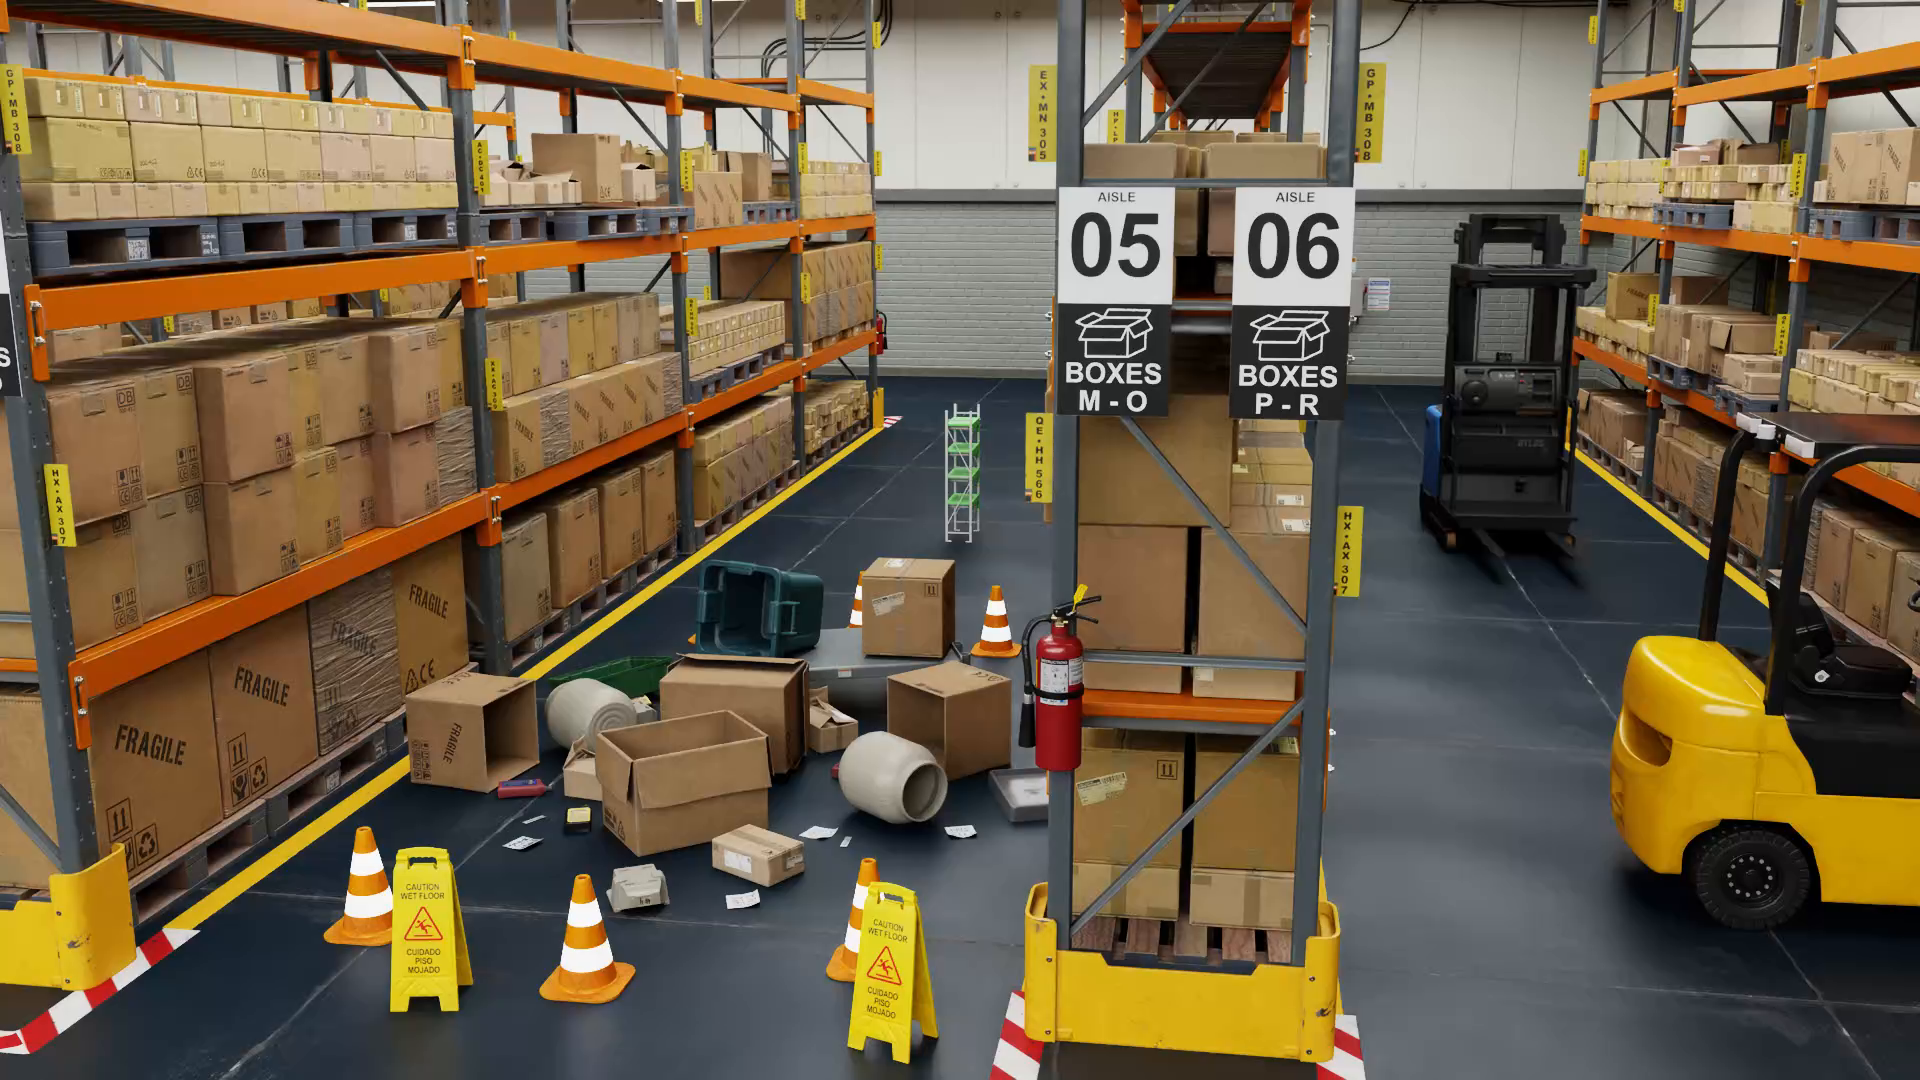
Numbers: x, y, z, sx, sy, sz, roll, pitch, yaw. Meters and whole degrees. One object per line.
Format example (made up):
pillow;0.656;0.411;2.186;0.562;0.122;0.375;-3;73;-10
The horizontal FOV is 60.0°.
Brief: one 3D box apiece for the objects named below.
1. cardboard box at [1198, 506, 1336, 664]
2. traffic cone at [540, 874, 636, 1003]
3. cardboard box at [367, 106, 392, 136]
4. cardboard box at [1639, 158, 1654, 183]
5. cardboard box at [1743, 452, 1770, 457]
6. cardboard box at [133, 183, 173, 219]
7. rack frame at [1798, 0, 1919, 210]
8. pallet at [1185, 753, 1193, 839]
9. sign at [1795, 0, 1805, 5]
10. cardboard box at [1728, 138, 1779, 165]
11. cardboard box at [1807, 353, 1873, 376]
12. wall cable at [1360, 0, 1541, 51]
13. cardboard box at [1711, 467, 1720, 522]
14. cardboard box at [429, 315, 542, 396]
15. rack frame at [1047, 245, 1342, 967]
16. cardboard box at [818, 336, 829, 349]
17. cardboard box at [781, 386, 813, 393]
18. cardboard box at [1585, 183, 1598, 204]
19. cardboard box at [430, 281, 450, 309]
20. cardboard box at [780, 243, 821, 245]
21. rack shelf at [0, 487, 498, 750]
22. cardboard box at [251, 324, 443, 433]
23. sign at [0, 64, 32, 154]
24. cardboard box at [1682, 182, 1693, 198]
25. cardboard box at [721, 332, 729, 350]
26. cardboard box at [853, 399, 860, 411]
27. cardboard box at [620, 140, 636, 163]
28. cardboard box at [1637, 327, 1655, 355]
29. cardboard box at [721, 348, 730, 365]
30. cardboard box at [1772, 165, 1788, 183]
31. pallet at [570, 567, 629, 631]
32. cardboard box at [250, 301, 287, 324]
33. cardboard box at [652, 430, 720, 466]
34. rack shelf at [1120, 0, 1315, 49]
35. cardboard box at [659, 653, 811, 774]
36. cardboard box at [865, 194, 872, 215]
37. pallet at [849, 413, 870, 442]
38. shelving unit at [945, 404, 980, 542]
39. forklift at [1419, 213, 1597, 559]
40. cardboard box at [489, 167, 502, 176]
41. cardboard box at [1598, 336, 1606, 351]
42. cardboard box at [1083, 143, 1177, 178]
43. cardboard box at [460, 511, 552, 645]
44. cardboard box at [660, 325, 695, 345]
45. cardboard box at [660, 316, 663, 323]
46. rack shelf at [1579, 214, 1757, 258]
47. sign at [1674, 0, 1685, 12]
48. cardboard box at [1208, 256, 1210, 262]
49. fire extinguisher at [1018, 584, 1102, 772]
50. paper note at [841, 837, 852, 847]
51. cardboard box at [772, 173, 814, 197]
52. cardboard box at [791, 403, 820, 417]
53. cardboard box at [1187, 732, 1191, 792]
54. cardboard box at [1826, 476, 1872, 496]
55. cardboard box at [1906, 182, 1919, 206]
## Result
cardboard box;1.179;0.163;6.432;0.500;0.500;0.500;2;12;8
traffic cone;-1.525;1.590;6.773;0.336;0.463;0.334;2;12;9
cardboard box;-3.317;-2.270;9.011;0.380;0.149;0.250;2;12;10
cardboard box;7.492;-3.893;17.538;0.500;0.250;0.500;2;12;8
cardboard box;7.012;-0.687;14.714;0.380;0.149;0.250;2;12;8
cardboard box;-3.627;-1.457;7.132;0.380;0.149;0.250;2;12;9
rack frame;6.968;-3.992;12.411;1.000;3.000;0.127;2;12;9
pallet;1.194;1.373;8.380;1.003;0.211;1.213;2;12;9
sign;8.132;-5.341;16.082;0.100;0.325;0.005;2;12;9
cardboard box;7.596;-3.715;15.921;0.396;0.266;0.258;2;12;9
cardboard box;6.588;-1.312;12.443;0.380;0.149;0.250;2;12;10
wall cable;7.379;-6.905;25.843;2.988;3.039;0.133;2;12;9
cardboard box;6.986;-0.350;14.691;0.500;0.500;0.500;2;12;11
cardboard box;-3.311;-1.274;11.430;0.700;0.500;0.500;2;12;8
rack frame;0.832;0.446;6.058;1.000;3.000;0.127;2;12;9
cardboard box;-1.755;-2.337;19.569;0.380;0.149;0.250;2;12;10
cardboard box;-2.075;-1.864;21.138;0.380;0.149;0.250;1;12;6
cardboard box;7.860;-4.179;20.052;0.500;0.250;0.500;2;12;8
cardboard box;-6.629;-3.113;20.447;0.500;0.500;0.500;1;12;7
cardboard box;-2.016;-3.517;21.131;0.500;0.500;0.500;2;12;10
rack shelf;-3.767;0.242;8.713;1.077;0.370;4.000;2;12;9
cardboard box;-3.519;-0.933;9.539;0.875;0.550;0.550;2;12;9
sign;-3.527;-1.606;6.199;0.100;0.325;0.005;2;12;9
cardboard box;7.005;-3.281;15.598;0.380;0.149;0.250;2;12;9
cardboard box;-2.416;-1.897;15.825;0.380;0.149;0.250;2;12;9
cardboard box;-1.491;-1.753;21.330;0.380;0.149;0.250;1;12;6
cardboard box;-3.038;-3.340;14.455;0.396;0.266;0.258;2;12;9
cardboard box;7.421;-2.078;17.420;0.500;0.250;0.500;2;12;10
cardboard box;-2.415;-1.751;15.855;0.380;0.149;0.250;2;12;11
cardboard box;6.864;-2.982;13.549;0.380;0.149;0.250;1;12;7
pallet;-3.230;0.420;12.801;1.003;0.211;1.213;2;12;9
cardboard box;-7.401;-2.506;17.141;0.797;0.503;0.637;2;12;10
cardboard box;-2.499;-0.844;15.202;0.500;0.250;0.500;1;12;6
rack shelf;1.140;-2.549;7.434;1.077;0.370;4.000;2;12;9
cardboard box;-1.263;0.958;9.289;0.797;0.637;0.503;2;12;9
cardboard box;-1.422;-4.313;21.381;0.500;0.250;0.500;2;12;7
pallet;-1.785;-1.477;21.601;1.003;0.211;1.213;2;12;9
shelving unit;0.025;-0.621;15.283;0.258;1.200;0.503;2;12;9
forklift;4.901;-1.392;14.754;1.130;2.935;3.031;1;12;7
cardboard box;-3.486;-2.437;11.440;0.500;0.250;0.500;2;12;8
cardboard box;7.629;-2.275;19.284;0.380;0.149;0.250;2;12;7
cardboard box;0.593;-1.367;6.056;0.380;0.149;0.250;2;12;9
cardboard box;-3.452;0.237;11.375;1.050;0.750;0.750;2;12;8
cardboard box;-2.581;-1.822;14.773;0.380;0.149;0.250;2;12;9
cardboard box;-3.060;-2.061;15.880;0.380;0.149;0.250;2;12;9
rack shelf;7.891;-3.423;18.599;1.077;0.370;4.000;2;12;9
sign;7.050;-5.341;16.267;0.100;0.325;0.005;2;12;9
cardboard box;1.473;-1.499;8.563;0.380;0.149;0.250;1;12;7
fire extinguisher;0.360;0.493;6.025;0.296;0.674;0.183;2;12;9
paper note;-0.566;1.500;8.268;0.032;0.001;0.123;2;12;9
cardboard box;-1.918;-3.921;18.372;0.500;0.250;0.500;2;12;11
cardboard box;-1.862;-1.523;19.555;0.380;0.149;0.250;2;12;7
cardboard box;0.940;1.089;8.608;0.500;0.250;0.500;2;12;8
cardboard box;7.356;-0.458;13.651;0.380;0.149;0.250;3;12;12
cardboard box;6.341;-2.223;10.688;0.380;0.149;0.250;2;12;8
